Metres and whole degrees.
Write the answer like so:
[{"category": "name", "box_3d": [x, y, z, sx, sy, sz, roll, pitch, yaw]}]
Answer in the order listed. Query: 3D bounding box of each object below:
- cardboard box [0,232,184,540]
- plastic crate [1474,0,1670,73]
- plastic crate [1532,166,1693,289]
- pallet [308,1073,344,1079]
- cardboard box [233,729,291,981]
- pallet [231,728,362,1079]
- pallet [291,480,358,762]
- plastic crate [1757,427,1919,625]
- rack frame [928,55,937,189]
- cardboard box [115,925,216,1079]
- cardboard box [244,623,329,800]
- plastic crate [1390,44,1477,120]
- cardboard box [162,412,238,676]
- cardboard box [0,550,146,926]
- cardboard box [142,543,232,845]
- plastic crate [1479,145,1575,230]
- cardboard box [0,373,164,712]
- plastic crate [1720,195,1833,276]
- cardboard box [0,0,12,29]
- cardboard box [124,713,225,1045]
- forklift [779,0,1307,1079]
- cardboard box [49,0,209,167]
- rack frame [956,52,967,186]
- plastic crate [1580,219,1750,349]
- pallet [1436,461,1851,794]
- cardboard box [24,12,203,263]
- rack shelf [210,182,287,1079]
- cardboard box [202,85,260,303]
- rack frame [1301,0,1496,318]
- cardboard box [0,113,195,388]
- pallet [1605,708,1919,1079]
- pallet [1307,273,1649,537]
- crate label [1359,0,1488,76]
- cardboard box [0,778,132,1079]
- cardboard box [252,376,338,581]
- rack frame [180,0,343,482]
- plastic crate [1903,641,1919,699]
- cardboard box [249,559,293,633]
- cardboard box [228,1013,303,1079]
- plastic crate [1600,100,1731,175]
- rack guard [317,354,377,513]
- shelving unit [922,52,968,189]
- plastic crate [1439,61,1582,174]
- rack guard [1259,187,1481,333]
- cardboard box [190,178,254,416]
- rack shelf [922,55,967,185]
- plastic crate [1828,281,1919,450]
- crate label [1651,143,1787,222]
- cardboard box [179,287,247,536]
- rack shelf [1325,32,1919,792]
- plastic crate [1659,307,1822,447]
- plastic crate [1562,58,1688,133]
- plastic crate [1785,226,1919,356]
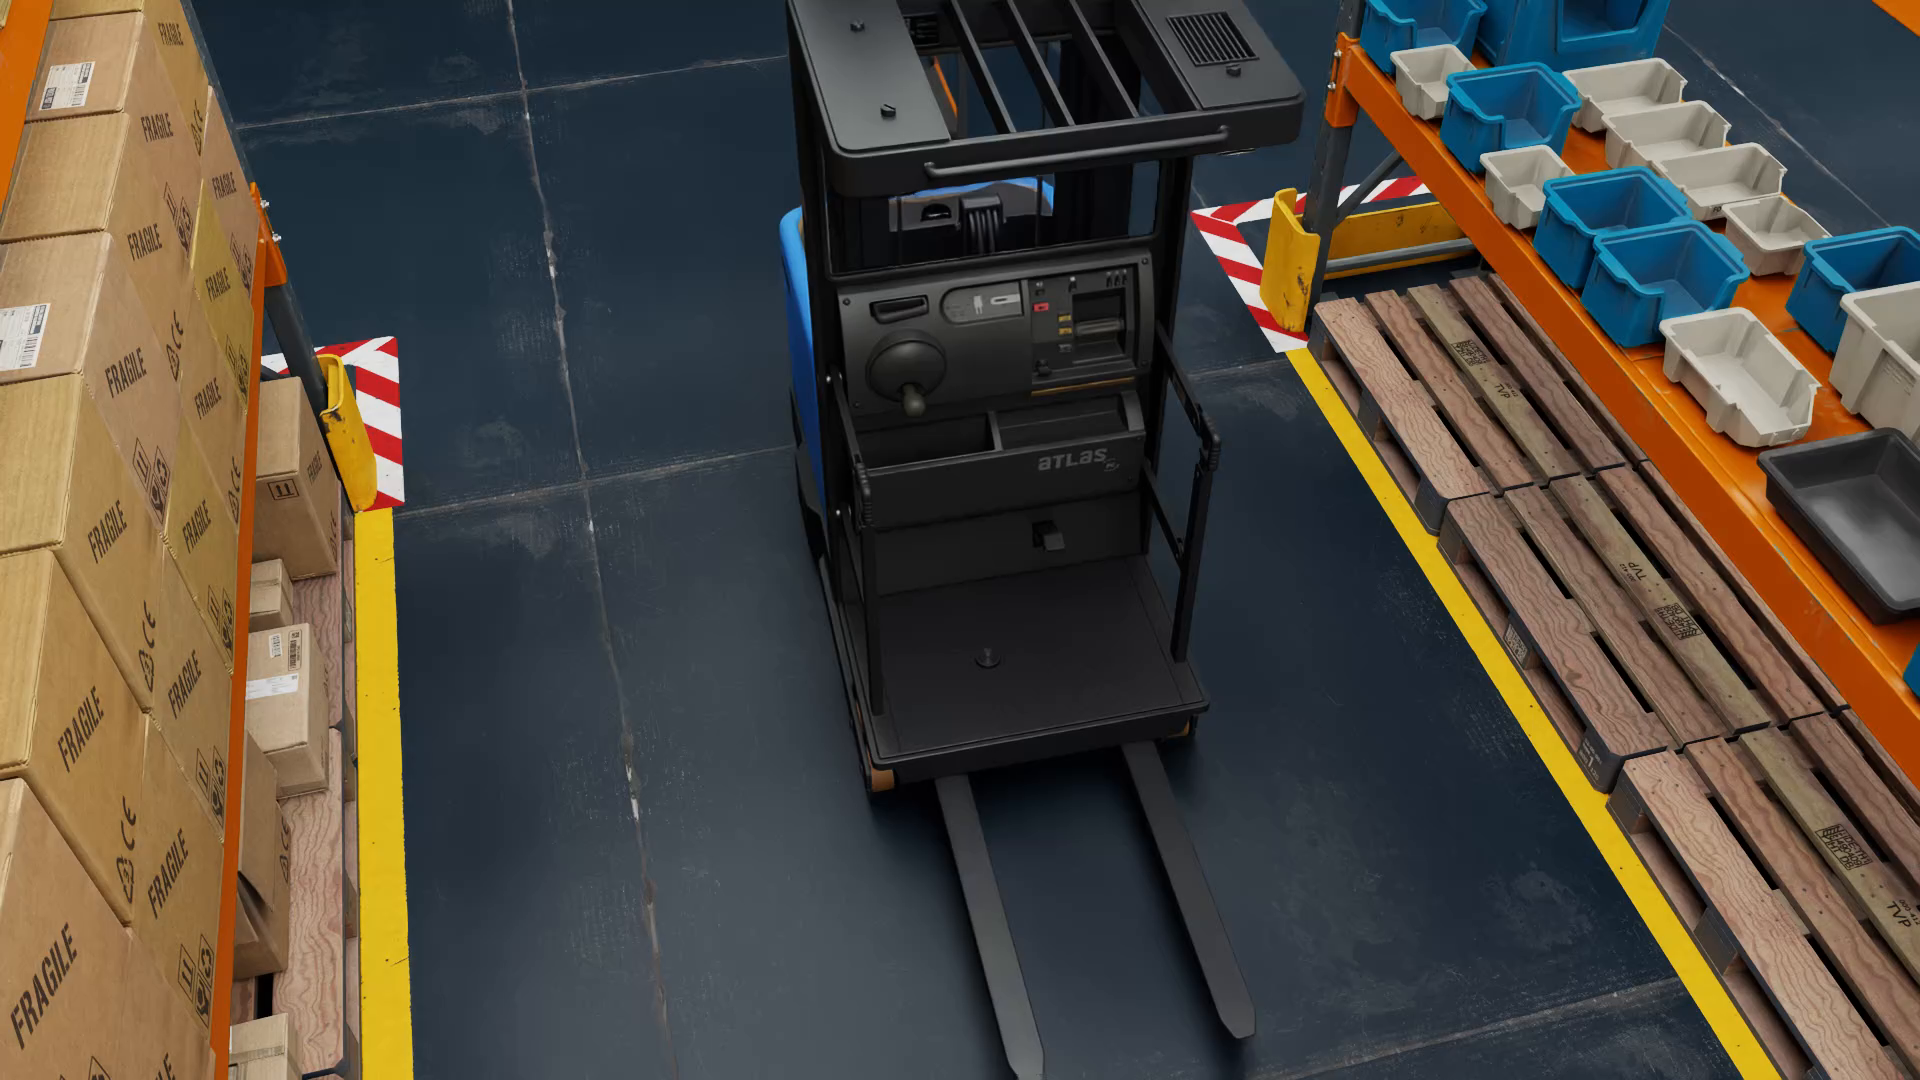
[{"category": "cardboard box", "box_3d": [-2.082, -0.303, 3.676, 0.500, 0.500, 0.500, -9, 46, -9]}, {"category": "plastic crate", "box_3d": [2.195, -1.974, 6.018, 0.616, 0.435, 0.499, -11, 47, -10]}, {"category": "plastic crate", "box_3d": [2.011, -0.961, 5.166, 0.416, 0.233, 0.300, -11, 47, -10]}, {"category": "pallet", "box_3d": [-2.012, 2.028, 4.114, 1.003, 0.211, 1.213, -11, 47, -10]}, {"category": "cardboard box", "box_3d": [-2.323, 0.950, 4.658, 0.797, 0.503, 0.637, -11, 47, -10]}, {"category": "pallet", "box_3d": [-2.327, 1.185, 4.941, 1.003, 0.211, 1.213, -11, 47, -10]}, {"category": "pallet", "box_3d": [-2.636, 0.344, 5.765, 1.003, 0.211, 1.213, -11, 47, -10]}, {"category": "plastic crate", "box_3d": [2.406, -0.025, 4.325, 0.437, 0.125, 0.590, -11, 47, -10]}, {"category": "rack frame", "box_3d": [-0.280, -1.620, 6.368, 0.400, 2.100, 0.015, -9, 46, -9]}, {"category": "cardboard box", "box_3d": [-1.704, 1.090, 3.012, 0.500, 0.500, 0.500, -10, 46, -9]}, {"category": "cardboard box", "box_3d": [-2.269, 0.565, 5.213, 0.500, 0.250, 0.500, -11, 47, -10]}, {"category": "plastic crate", "box_3d": [1.676, -1.599, 5.860, 0.250, 0.136, 0.298, -11, 47, -10]}, {"category": "cardboard box", "box_3d": [-2.095, 0.040, 4.040, 0.500, 0.500, 0.500, -11, 47, -11]}, {"category": "cardboard box", "box_3d": [-1.818, 0.409, 2.979, 0.500, 0.500, 0.500, -12, 47, -12]}, {"category": "cardboard box", "box_3d": [-1.964, 0.391, 3.696, 0.500, 0.500, 0.500, -11, 47, -11]}, {"category": "plastic crate", "box_3d": [1.849, -1.131, 5.401, 0.250, 0.136, 0.298, -11, 47, -10]}, {"category": "cardboard box", "box_3d": [-1.949, 0.054, 3.327, 0.500, 0.500, 0.500, -12, 47, -11]}, {"category": "plastic crate", "box_3d": [2.561, -0.945, 5.219, 0.298, 0.136, 0.250, -11, 47, -10]}, {"category": "cardboard box", "box_3d": [-2.216, -1.236, 3.366, 0.500, 0.250, 0.500, -11, 47, -10]}, {"category": "cardboard box", "box_3d": [-1.838, 0.737, 3.357, 0.500, 0.500, 0.500, -10, 46, -10]}, {"category": "forklift", "box_3d": [0.163, -0.505, 4.693, 1.130, 2.935, 3.031, -9, 46, -9]}, {"category": "cardboard box", "box_3d": [-2.481, -1.363, 4.715, 0.500, 0.500, 0.500, -11, 47, -11]}, {"category": "rack frame", "box_3d": [-0.173, -1.280, 6.034, 0.400, 2.100, 0.015, -9, 46, -9]}, {"category": "plastic crate", "box_3d": [2.087, -0.754, 4.963, 0.416, 0.233, 0.300, -11, 47, -10]}, {"category": "pallet", "box_3d": [2.411, 0.255, 5.852, 1.003, 0.211, 1.213, -11, 47, -10]}, {"category": "cardboard box", "box_3d": [-2.351, -1.014, 4.374, 0.500, 0.500, 0.500, -10, 46, -9]}, {"category": "rack shelf", "box_3d": [-2.349, 0.398, 4.264, 1.077, 0.370, 4.000, -11, 47, -10]}, {"category": "cardboard box", "box_3d": [-2.483, -1.010, 5.070, 0.500, 0.500, 0.500, -9, 46, -9]}, {"category": "rack frame", "box_3d": [1.929, -2.138, 6.245, 1.000, 3.000, 0.127, -11, 47, -10]}, {"category": "cardboard box", "box_3d": [-2.214, -0.657, 4.024, 0.500, 0.500, 0.500, -10, 46, -9]}, {"category": "pallet", "box_3d": [2.727, 1.099, 5.025, 1.003, 0.211, 1.213, -11, 47, -10]}, {"category": "pallet", "box_3d": [2.102, -0.586, 6.676, 1.003, 0.211, 1.213, -11, 47, -10]}, {"category": "crate label", "box_3d": [1.673, -1.870, 6.057, 0.416, 0.233, 0.303, -11, 47, -10]}, {"category": "cardboard box", "box_3d": [-1.685, 0.765, 2.630, 0.500, 0.500, 0.500, -10, 46, -9]}, {"category": "cardboard box", "box_3d": [-2.483, -0.184, 5.772, 0.500, 0.500, 0.500, -11, 47, -10]}, {"category": "rack frame", "box_3d": [-2.861, -1.235, 5.360, 1.000, 3.000, 0.127, -11, 47, -10]}, {"category": "plastic crate", "box_3d": [2.503, 0.348, 3.778, 0.392, 0.384, 0.575, -11, 47, -10]}, {"category": "cardboard box", "box_3d": [-2.467, 0.229, 5.601, 0.380, 0.166, 0.250, -11, 47, -10]}, {"category": "cardboard box", "box_3d": [-1.966, 1.440, 4.415, 0.380, 0.166, 0.250, -11, 47, -10]}, {"category": "plastic crate", "box_3d": [2.373, -1.334, 5.600, 0.396, 0.136, 0.243, -11, 47, -10]}, {"category": "rack guard", "box_3d": [-2.841, -0.308, 6.201, 1.175, 0.500, 0.348, -11, 47, -10]}, {"category": "shelving unit", "box_3d": [-0.227, -1.450, 6.201, 0.431, 2.100, 0.503, -9, 46, -9]}, {"category": "plastic crate", "box_3d": [1.842, -1.415, 5.612, 0.416, 0.233, 0.300, -11, 47, -10]}, {"category": "rack guard", "box_3d": [1.910, -1.277, 7.152, 1.175, 0.500, 0.348, -11, 47, -10]}, {"category": "cardboard box", "box_3d": [-2.347, -0.653, 4.720, 0.500, 0.500, 0.500, -10, 46, -10]}, {"category": "rack shelf", "box_3d": [-0.227, -1.441, 6.211, 0.431, 0.518, 0.480, -9, 46, -9]}, {"category": "plastic crate", "box_3d": [2.740, -0.444, 4.626, 0.437, 0.282, 0.530, -11, 47, -10]}, {"category": "crate label", "box_3d": [2.467, -1.146, 5.416, 0.396, 0.136, 0.243, -11, 47, -10]}, {"category": "cardboard box", "box_3d": [-2.224, -0.307, 4.381, 0.500, 0.500, 0.500, -10, 46, -10]}, {"category": "rack shelf", "box_3d": [2.441, -0.505, 5.149, 1.077, 0.370, 4.000, -11, 47, -10]}, {"category": "plastic crate", "box_3d": [2.216, -0.452, 4.736, 0.293, 0.136, 0.466, -11, 47, -10]}, {"category": "plastic crate", "box_3d": [2.312, -1.537, 5.798, 0.396, 0.136, 0.243, -11, 47, -10]}, {"category": "plastic crate", "box_3d": [2.702, -0.729, 4.940, 0.416, 0.233, 0.300, -11, 47, -10]}]
